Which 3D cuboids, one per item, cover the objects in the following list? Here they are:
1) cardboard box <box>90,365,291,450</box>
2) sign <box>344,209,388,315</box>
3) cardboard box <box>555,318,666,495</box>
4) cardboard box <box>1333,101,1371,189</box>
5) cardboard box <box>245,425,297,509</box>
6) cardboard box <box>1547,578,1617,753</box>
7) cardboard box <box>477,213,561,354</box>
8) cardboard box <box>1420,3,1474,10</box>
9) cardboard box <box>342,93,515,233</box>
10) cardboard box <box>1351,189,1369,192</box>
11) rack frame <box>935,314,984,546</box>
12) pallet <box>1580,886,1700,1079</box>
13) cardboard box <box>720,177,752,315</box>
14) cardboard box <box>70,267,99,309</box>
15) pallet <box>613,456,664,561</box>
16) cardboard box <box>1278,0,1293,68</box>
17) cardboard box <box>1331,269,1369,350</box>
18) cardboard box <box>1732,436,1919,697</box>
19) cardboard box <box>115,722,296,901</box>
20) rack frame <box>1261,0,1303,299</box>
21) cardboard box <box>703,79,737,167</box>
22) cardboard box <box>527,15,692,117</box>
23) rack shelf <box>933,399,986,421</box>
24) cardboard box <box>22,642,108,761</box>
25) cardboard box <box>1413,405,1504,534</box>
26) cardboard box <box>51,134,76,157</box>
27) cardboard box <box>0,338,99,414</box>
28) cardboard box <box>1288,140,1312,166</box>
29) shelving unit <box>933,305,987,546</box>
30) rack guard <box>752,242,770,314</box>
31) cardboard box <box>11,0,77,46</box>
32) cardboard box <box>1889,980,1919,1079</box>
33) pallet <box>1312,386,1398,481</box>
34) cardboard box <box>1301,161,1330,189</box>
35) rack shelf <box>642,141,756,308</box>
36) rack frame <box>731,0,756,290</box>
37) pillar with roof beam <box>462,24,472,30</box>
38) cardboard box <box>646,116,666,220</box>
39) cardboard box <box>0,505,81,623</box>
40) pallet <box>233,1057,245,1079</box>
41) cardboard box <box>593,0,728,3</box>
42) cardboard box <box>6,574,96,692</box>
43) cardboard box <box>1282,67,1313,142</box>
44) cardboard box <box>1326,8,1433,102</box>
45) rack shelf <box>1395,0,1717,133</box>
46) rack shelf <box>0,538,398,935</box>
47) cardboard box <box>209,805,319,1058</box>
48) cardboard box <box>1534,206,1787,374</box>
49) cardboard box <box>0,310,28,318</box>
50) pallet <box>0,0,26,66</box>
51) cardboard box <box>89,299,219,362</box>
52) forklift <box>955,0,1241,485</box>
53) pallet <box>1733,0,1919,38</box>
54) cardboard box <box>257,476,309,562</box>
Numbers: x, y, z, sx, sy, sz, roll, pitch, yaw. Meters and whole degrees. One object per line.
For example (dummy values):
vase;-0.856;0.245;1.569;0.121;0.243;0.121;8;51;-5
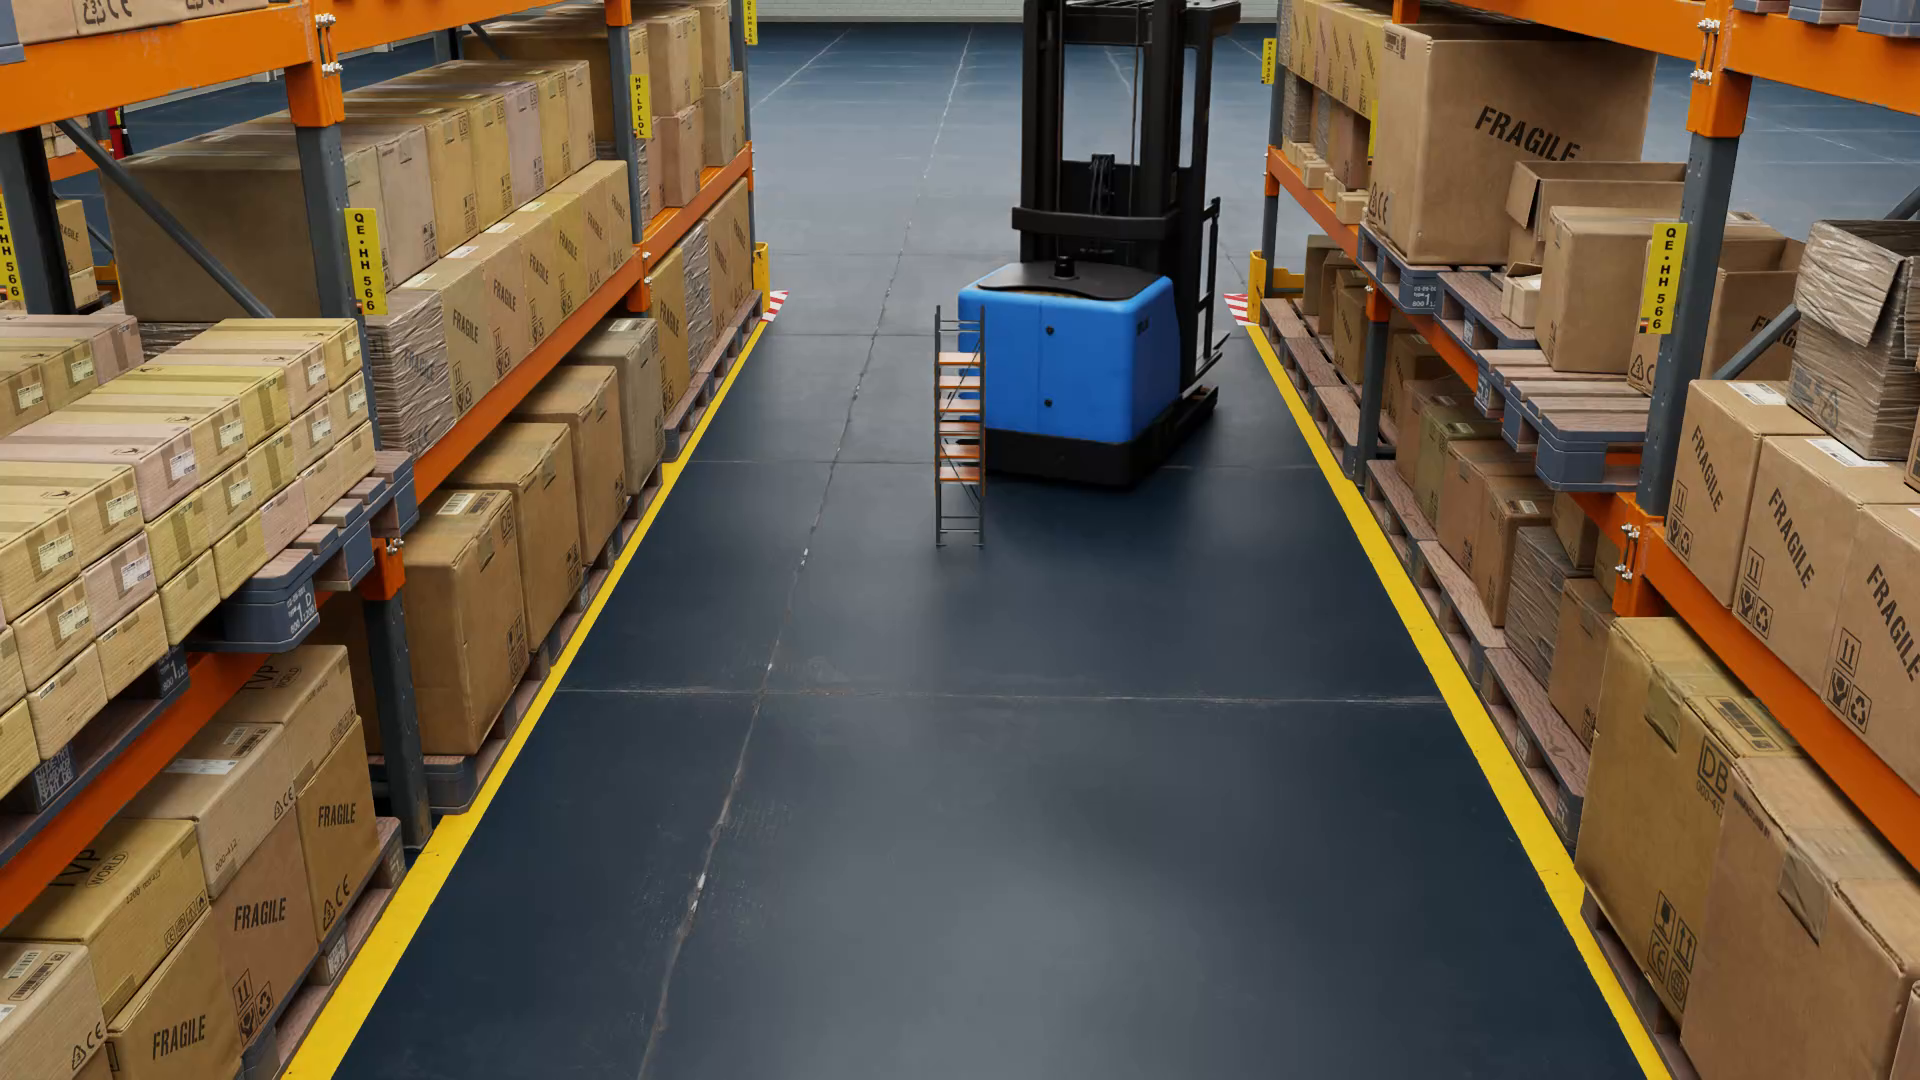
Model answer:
cardboard box;-1.932;-0.335;4.191;0.380;0.149;0.250;1;21;3
sign;-1.815;-0.847;5.075;0.100;0.325;0.005;1;21;2
cardboard box;-2.165;-0.715;8.754;1.050;0.750;0.750;1;21;1
cardboard box;2.759;-2.412;10.049;0.875;0.500;0.500;1;21;2
cardboard box;-1.929;-0.189;4.225;0.380;0.149;0.250;1;21;3
cardboard box;2.597;0.462;6.039;0.700;0.500;0.500;0;21;-1
cardboard box;-2.028;-1.099;7.077;0.500;0.500;0.500;0;21;1
cardboard box;3.020;-3.056;10.327;0.500;0.500;0.500;1;21;2
cardboard box;-2.291;-1.575;6.921;0.700;0.500;0.500;0;21;1
cardboard box;2.552;-2.027;9.953;0.380;0.149;0.250;1;21;2
rack frame;-0.002;-0.532;8.240;0.240;1.200;0.006;1;21;2
pallet;2.498;1.328;4.814;1.003;0.211;1.213;1;21;2
cardboard box;-2.069;-2.199;12.406;0.875;0.875;0.875;1;21;2
cardboard box;-6.821;-1.867;12.416;0.500;0.250;0.500;1;21;1
pallet;-2.184;-0.213;8.787;1.003;0.211;1.213;1;21;2
cardboard box;2.551;-3.604;11.739;0.500;0.500;0.500;1;21;2
cardboard box;2.783;-1.511;11.151;0.500;0.500;0.500;3;21;7
cardboard box;2.297;0.057;4.098;0.500;0.500;0.500;0;21;0
cardboard box;-2.121;0.706;4.402;0.500;0.250;0.500;1;21;2
rack frame;2.840;-3.148;12.497;1.000;3.000;0.127;1;21;2
cardboard box;-2.075;-2.976;11.844;0.875;0.550;0.550;1;21;2
cardboard box;-2.136;-2.894;10.139;0.875;0.550;0.550;1;21;2
rack shelf;0.000;-0.635;8.298;0.258;0.103;0.180;1;21;2
cardboard box;-1.962;0.320;3.324;0.380;0.149;0.250;0;21;-1
cardboard box;2.645;-0.348;8.126;0.700;0.500;0.500;1;21;1
cardboard box;-6.759;-2.910;12.229;0.380;0.149;0.250;0;21;1
cardboard box;-2.571;-0.441;4.463;0.380;0.149;0.250;0;21;0
cardboard box;2.544;-2.750;11.818;0.380;0.149;0.250;1;21;2
shelving unit;0.000;-0.565;8.325;0.258;1.200;0.189;1;21;2
rack guard;-2.114;-2.083;13.206;1.175;0.500;0.348;1;21;2
cardboard box;-2.142;-1.221;3.244;0.500;0.500;0.500;1;21;2
cardboard box;2.501;1.430;3.052;1.225;0.875;0.875;0;21;0
pallet;2.704;-0.645;9.900;1.003;0.211;1.213;1;21;2
cardboard box;2.451;-2.390;10.888;0.380;0.149;0.250;1;21;2
rack shelf;-2.175;-2.181;10.998;1.077;0.370;4.000;1;21;2
rack frame;-2.114;-3.240;12.731;1.000;3.000;0.127;1;21;2
pillar with roof beam;-7.733;-16.665;39.040;9.100;9.000;0.400;1;21;2
cardboard box;-2.243;-2.196;9.834;0.875;0.550;0.550;1;21;2
cardboard box;-1.965;0.041;3.221;0.380;0.149;0.250;1;21;3
pallet;-2.423;1.675;3.919;1.003;0.211;1.213;1;21;2
cardboard box;-2.164;-3.679;12.164;0.875;0.550;0.550;1;21;2
cardboard box;-1.962;0.179;3.276;0.380;0.149;0.250;0;21;1
cardboard box;2.796;-3.135;11.913;0.875;0.500;0.500;1;21;2
cardboard box;2.487;-2.881;9.875;0.500;0.500;0.500;1;21;2
rack shelf;2.658;-2.042;6.493;1.077;0.370;4.000;1;21;2
rack shelf;-2.418;0.711;3.543;1.077;0.370;4.000;1;21;2
cardboard box;-2.136;1.051;4.548;0.500;0.500;0.500;1;21;4
cardboard box;2.490;-0.897;5.975;0.700;0.500;0.500;4;22;10
cardboard box;-5.407;-0.990;9.343;0.500;0.500;0.500;1;21;2
pallet;-2.326;-0.809;2.579;1.213;0.211;1.003;1;21;2
cardboard box;-2.612;-0.559;5.686;0.500;0.500;0.500;1;21;2
forklift;1.004;-2.164;10.054;1.130;2.935;3.031;8;23;21
pallet;2.630;-1.333;3.932;1.213;0.211;1.003;2;21;4
cardboard box;-1.930;-0.059;4.302;0.380;0.149;0.250;1;21;3
